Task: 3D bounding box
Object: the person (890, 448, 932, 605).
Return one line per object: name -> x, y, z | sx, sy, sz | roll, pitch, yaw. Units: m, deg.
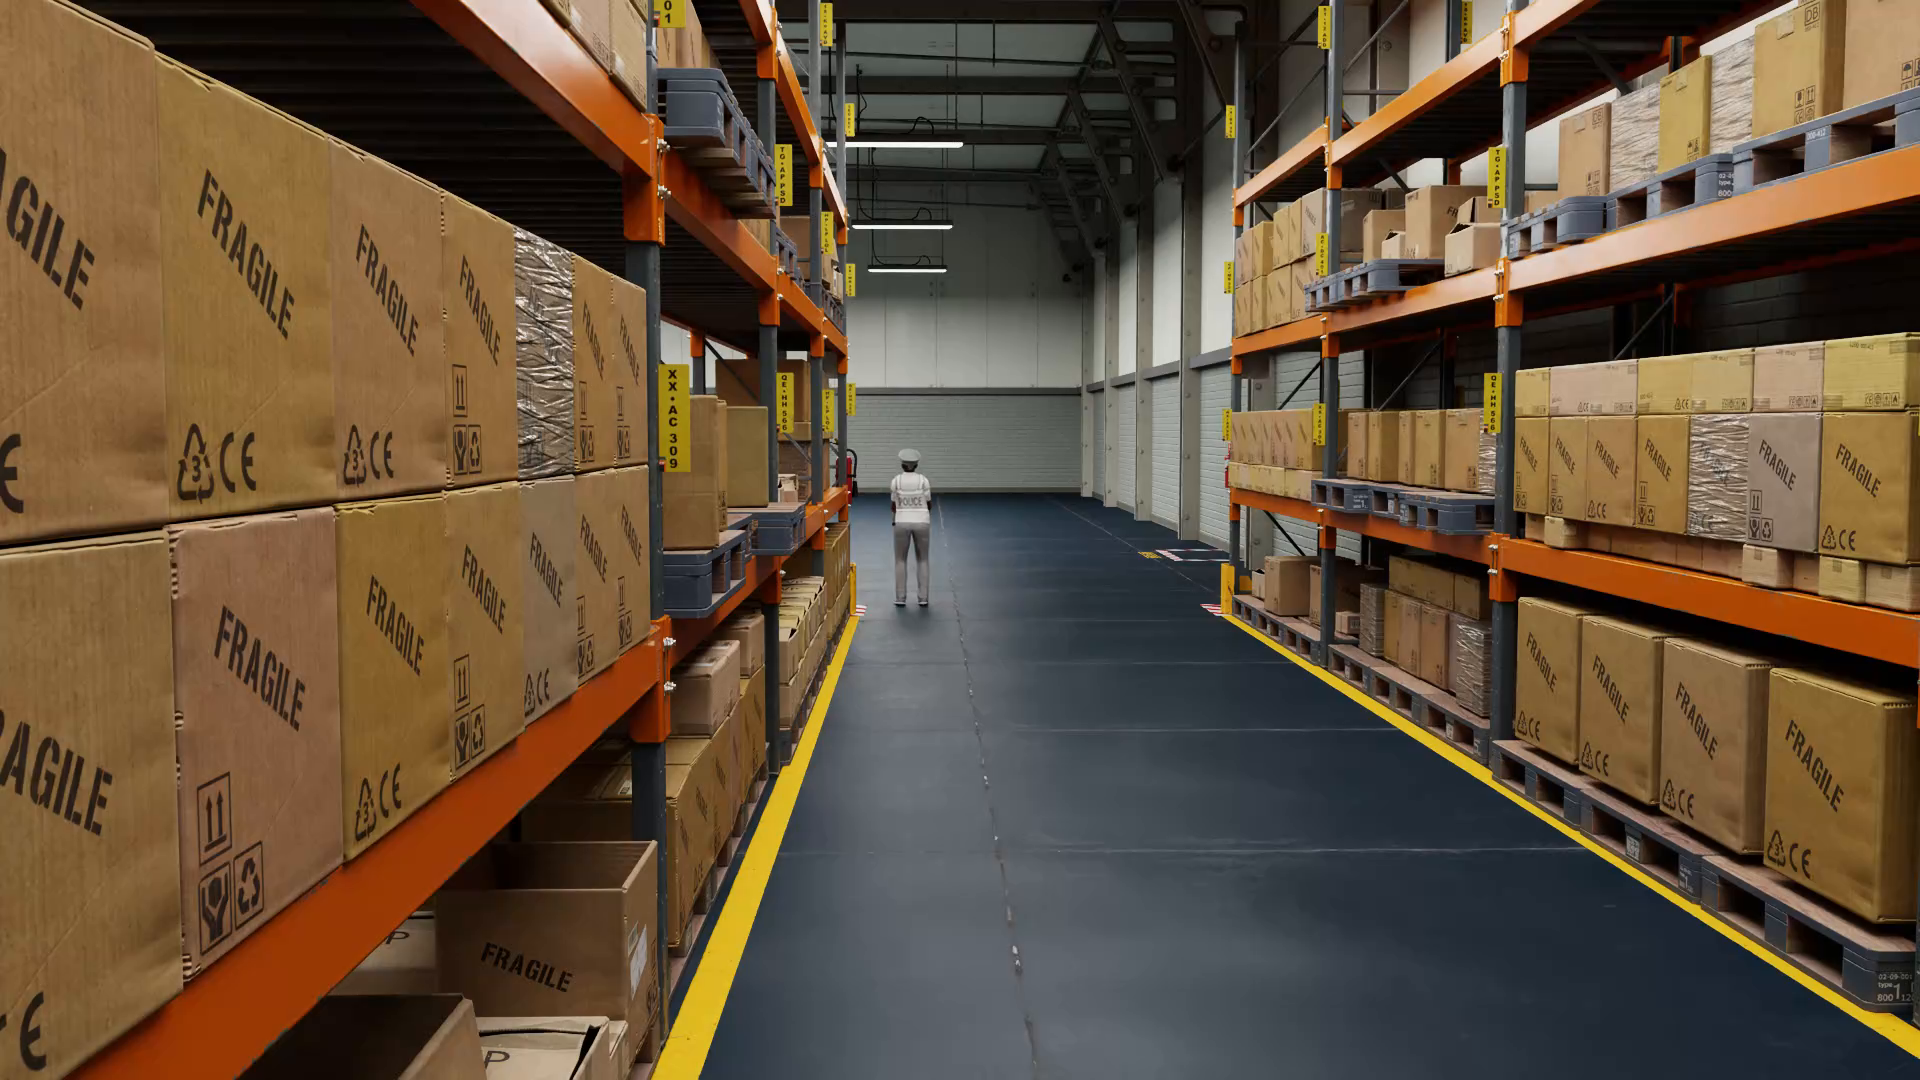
person -> -0.526, -0.146, 17.951 | 0.450, 1.688, 0.535 | 0, 4, -3
